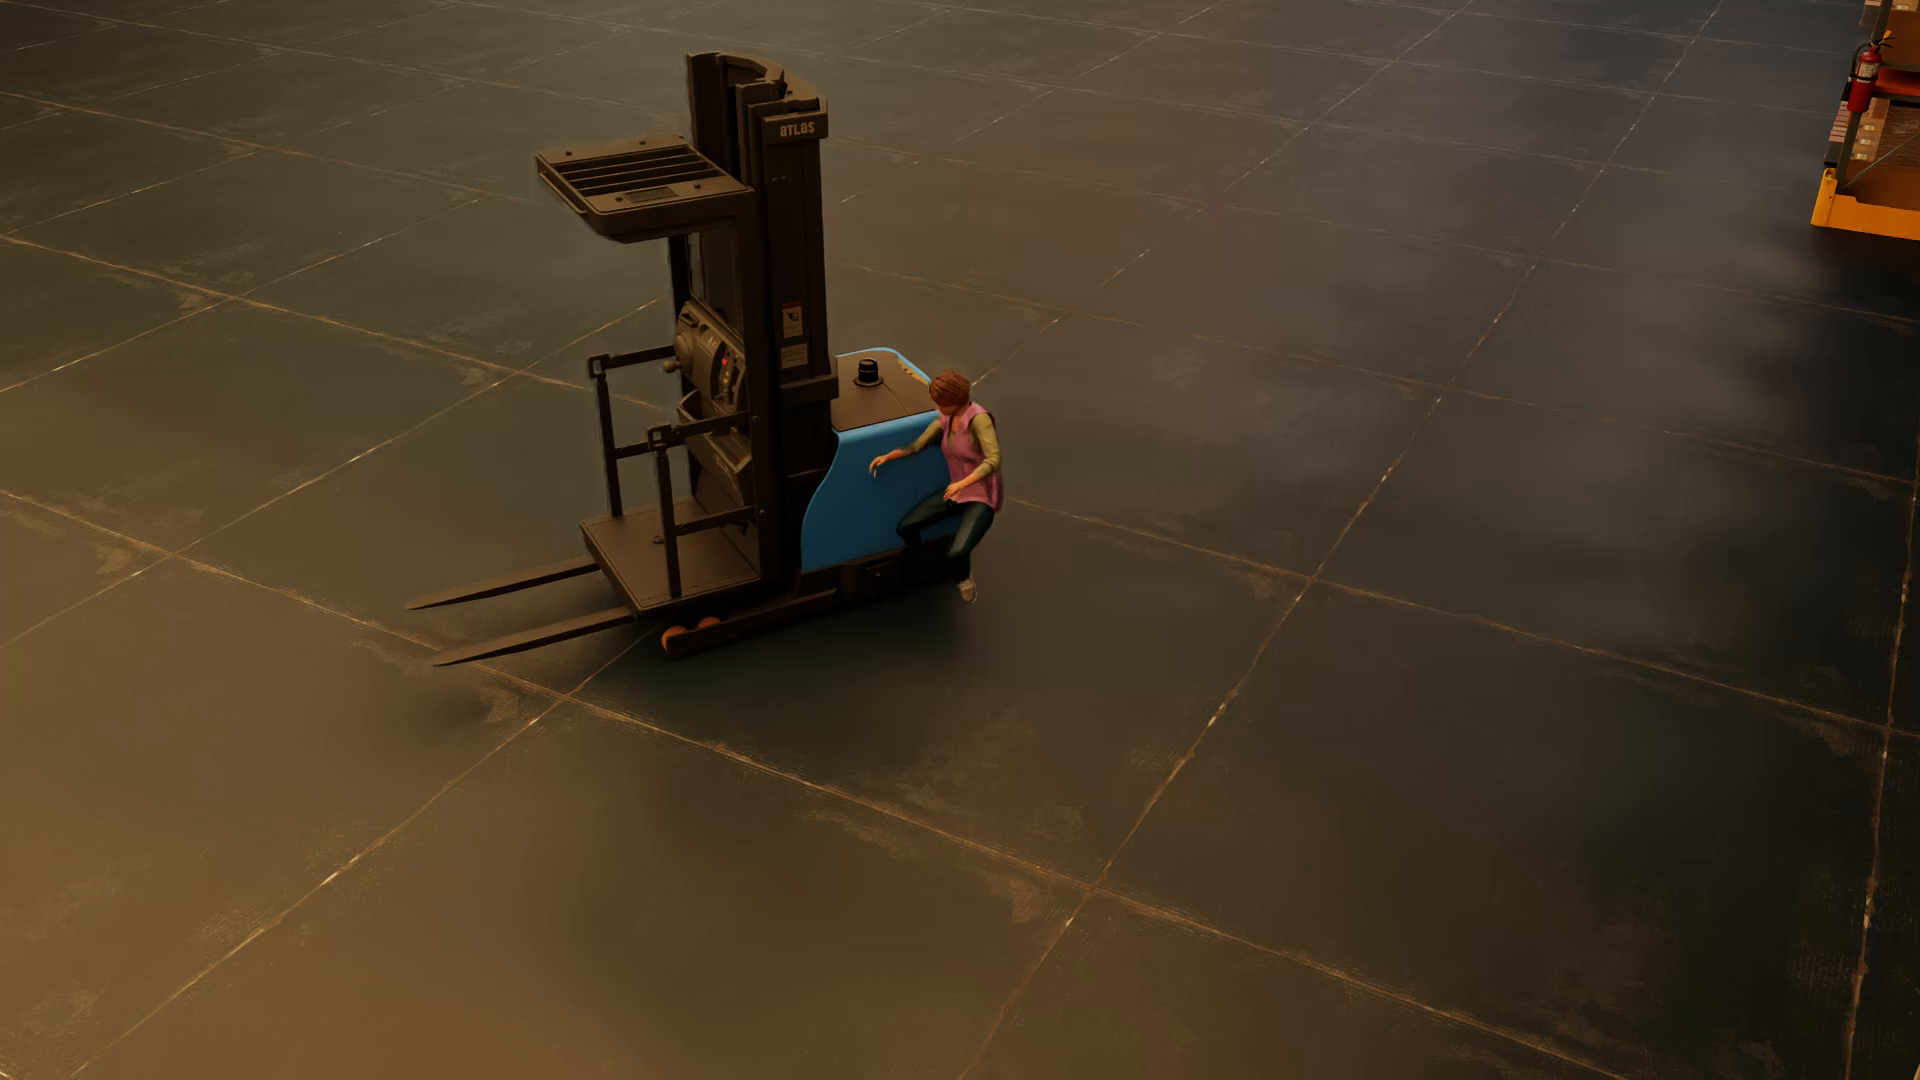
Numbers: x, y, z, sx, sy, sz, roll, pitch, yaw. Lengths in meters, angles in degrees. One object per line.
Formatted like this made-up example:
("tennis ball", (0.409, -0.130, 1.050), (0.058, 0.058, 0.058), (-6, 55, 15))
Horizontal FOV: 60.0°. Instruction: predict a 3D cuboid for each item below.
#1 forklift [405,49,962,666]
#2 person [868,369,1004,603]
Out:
("forklift", (-1.498, -0.942, 8.702), (3.031, 2.935, 1.130), (-15, 33, -24))
("person", (-0.134, -0.232, 9.028), (0.710, 1.358, 0.791), (-20, 35, -31))
